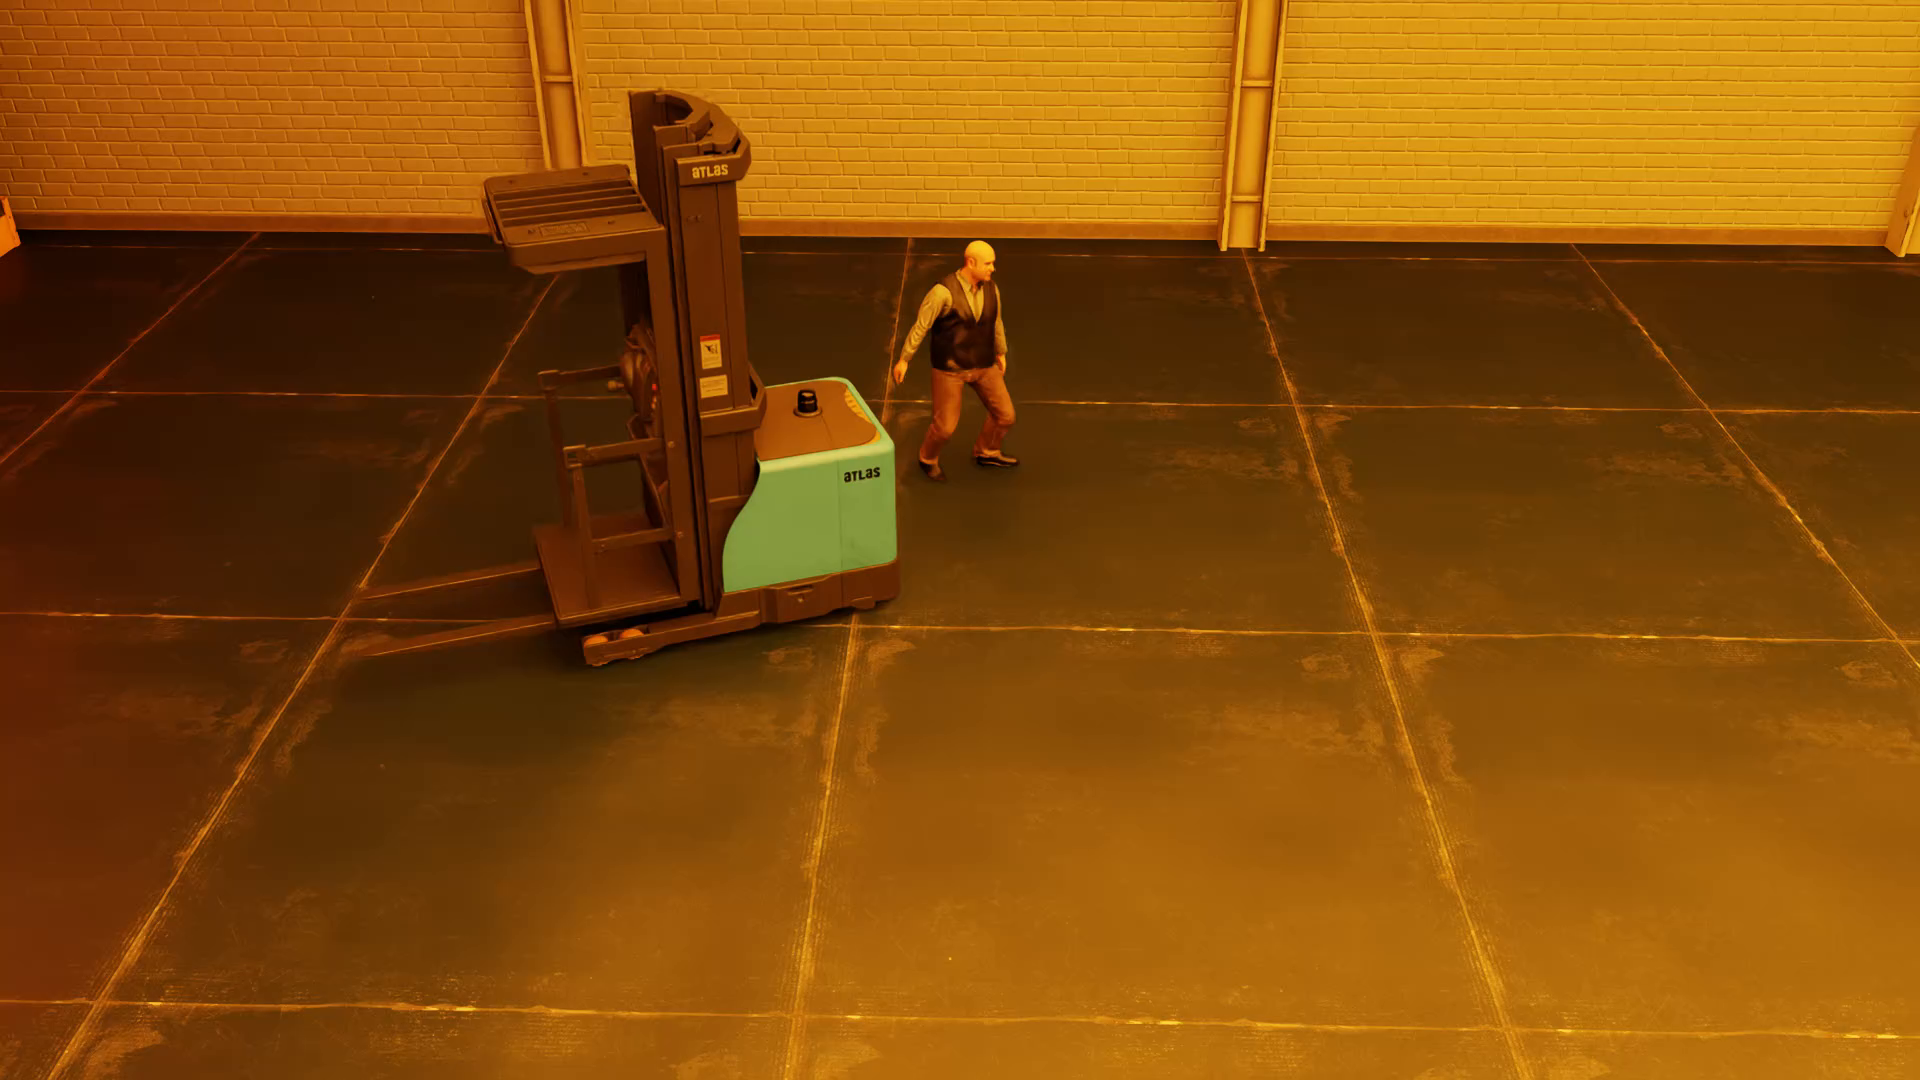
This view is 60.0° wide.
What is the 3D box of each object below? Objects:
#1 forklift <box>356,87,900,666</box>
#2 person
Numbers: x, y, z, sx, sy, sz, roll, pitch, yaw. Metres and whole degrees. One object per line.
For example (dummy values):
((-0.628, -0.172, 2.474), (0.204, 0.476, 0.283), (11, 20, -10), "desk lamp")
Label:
((-1.928, -0.861, 9.074), (3.031, 2.935, 1.130), (-10, 32, -17), "forklift")
((-0.018, -1.149, 10.867), (0.874, 1.694, 0.471), (-15, 34, -24), "person")
